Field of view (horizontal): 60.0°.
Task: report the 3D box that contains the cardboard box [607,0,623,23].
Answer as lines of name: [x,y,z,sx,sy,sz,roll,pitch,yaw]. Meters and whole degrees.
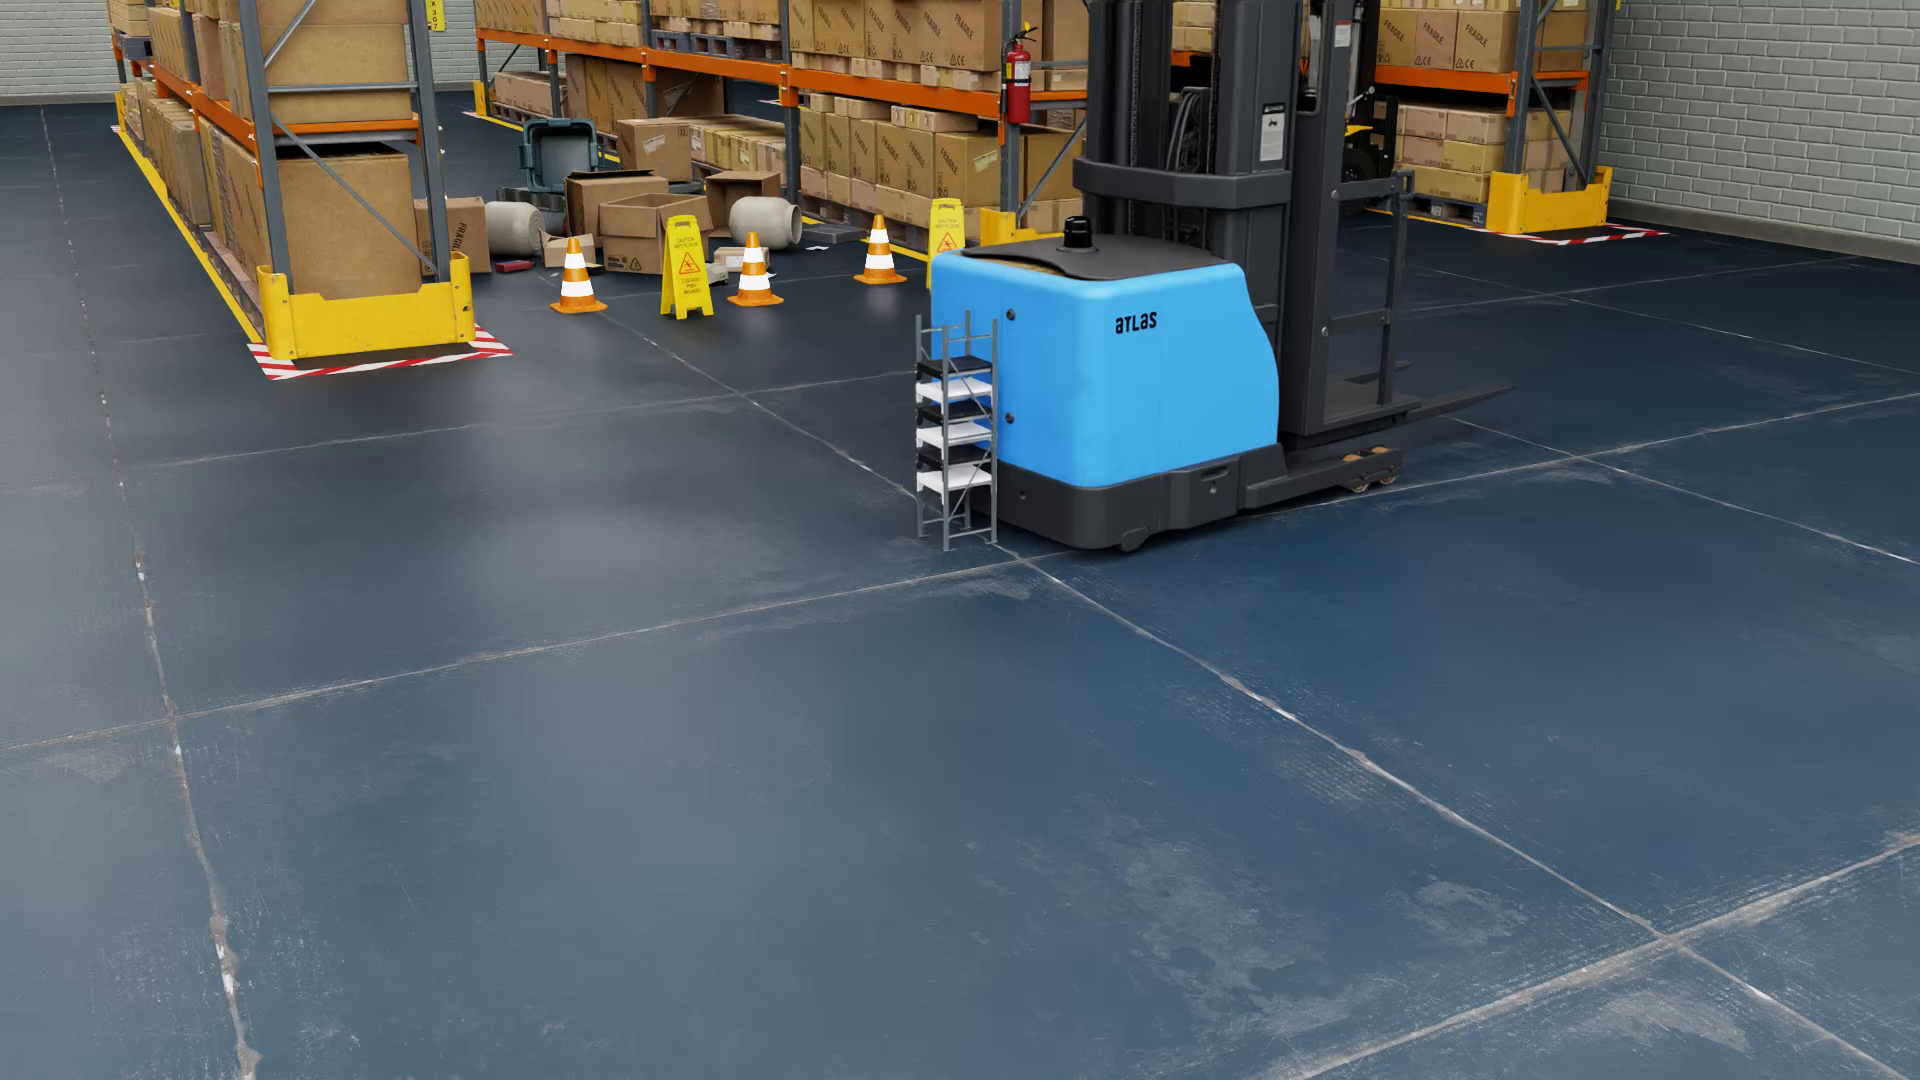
cardboard box: [-3.742,-6.105,19.189,0.500,0.250,0.500,-11,22,-28]

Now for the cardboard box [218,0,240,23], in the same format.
cardboard box: [-4.035,-3.439,10.113,0.875,0.550,0.550,-10,21,-27]

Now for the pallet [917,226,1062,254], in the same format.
pallet: [0.367,-2.339,13.087,1.003,0.211,1.213,-10,21,-27]

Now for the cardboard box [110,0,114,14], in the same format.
cardboard box: [-9.342,-6.008,18.729,0.380,0.149,0.250,-10,22,-28]

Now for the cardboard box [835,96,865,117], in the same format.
cardboard box: [-0.847,-3.701,14.187,0.380,0.149,0.250,-9,21,-25]

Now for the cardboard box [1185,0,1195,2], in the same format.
cardboard box: [2.659,-5.882,17.932,0.380,0.149,0.250,-10,21,-27]

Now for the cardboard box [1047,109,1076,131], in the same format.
cardboard box: [1.609,-5.358,20.558,0.875,0.625,0.625,-9,21,-25]

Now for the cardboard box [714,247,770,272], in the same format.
cardboard box: [-1.642,-2.112,12.525,0.380,0.149,0.250,1,19,2]

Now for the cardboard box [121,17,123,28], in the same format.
cardboard box: [-8.593,-5.417,17.473,0.380,0.149,0.250,-9,21,-25]

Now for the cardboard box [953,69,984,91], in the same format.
cardboard box: [0.174,-3.408,12.294,0.380,0.149,0.250,-10,22,-27]

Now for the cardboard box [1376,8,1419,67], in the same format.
cardboard box: [4.178,-4.612,15.246,0.500,0.500,0.500,-10,22,-28]

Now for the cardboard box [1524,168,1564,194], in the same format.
cardboard box: [5.063,-3.237,14.985,0.500,0.250,0.500,-10,21,-26]

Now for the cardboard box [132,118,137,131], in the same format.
cardboard box: [-10.227,-5.254,20.985,0.380,0.149,0.250,-10,21,-27]

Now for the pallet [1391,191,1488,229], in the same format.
pallet: [4.724,-3.062,15.181,1.003,0.211,1.213,-10,21,-27]

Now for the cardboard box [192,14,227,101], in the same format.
cardboard box: [-4.831,-3.389,11.623,0.875,0.550,0.550,-10,21,-27]

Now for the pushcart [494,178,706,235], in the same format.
pushcart: [-3.125,-2.938,14.568,0.936,0.377,1.648,16,25,39]

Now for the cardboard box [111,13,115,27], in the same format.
cardboard box: [-9.467,-5.941,18.993,0.380,0.149,0.250,-11,22,-29]

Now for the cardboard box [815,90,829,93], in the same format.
cardboard box: [-1.895,-7.335,26.479,0.700,0.500,0.500,-9,21,-24]

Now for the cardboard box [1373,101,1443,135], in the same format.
cardboard box: [4.135,-3.911,15.406,0.500,0.250,0.500,-10,21,-26]

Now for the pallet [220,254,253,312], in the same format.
pallet: [-4.575,-1.850,11.670,1.003,0.211,1.213,-10,21,-27]

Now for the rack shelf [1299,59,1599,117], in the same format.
rack shelf: [4.175,-4.401,15.890,1.077,0.370,4.000,-10,21,-27]

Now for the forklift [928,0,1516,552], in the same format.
forklift: [1.334,-1.710,7.094,3.031,2.935,1.130,-15,24,-36]

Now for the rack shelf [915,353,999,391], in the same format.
rack shelf: [-0.013,-0.648,6.404,0.258,0.077,0.200,-11,22,-29]

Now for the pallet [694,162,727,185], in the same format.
pallet: [-2.096,-3.801,17.323,1.003,0.211,1.213,-10,21,-27]

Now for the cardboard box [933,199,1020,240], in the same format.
cardboard box: [0.126,-2.493,12.829,0.500,0.250,0.500,-10,21,-27]

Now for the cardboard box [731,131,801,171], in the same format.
cardboard box: [-1.737,-3.858,16.597,0.950,0.372,0.625,-9,21,-23]

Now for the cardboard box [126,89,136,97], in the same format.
cardboard box: [-10.556,-5.749,21.507,0.380,0.149,0.250,-10,21,-26]

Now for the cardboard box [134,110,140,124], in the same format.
cardboard box: [-9.818,-5.154,20.241,0.380,0.149,0.250,-11,22,-29]

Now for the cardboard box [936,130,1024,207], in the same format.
cardboard box: [0.148,-2.840,12.684,0.500,0.500,0.500,-10,21,-26]

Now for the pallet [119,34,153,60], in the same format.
pallet: [-7.782,-4.995,16.803,1.213,0.211,1.003,-10,21,-27]

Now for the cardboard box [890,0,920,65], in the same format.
cardboard box: [-0.211,-3.987,12.977,0.500,0.500,0.500,-10,21,-27]

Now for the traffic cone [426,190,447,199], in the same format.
traffic cone: [-4.758,-3.169,15.106,0.336,0.463,0.334,-10,21,-27]

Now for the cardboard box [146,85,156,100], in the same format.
cardboard box: [-8.382,-4.716,17.740,0.500,0.250,0.500,-9,21,-25]

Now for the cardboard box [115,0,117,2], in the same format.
cardboard box: [-8.852,-5.852,17.820,0.380,0.149,0.250,-9,21,-25]

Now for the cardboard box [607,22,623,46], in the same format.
cardboard box: [-3.766,-5.872,19.279,0.500,0.250,0.500,-10,21,-26]

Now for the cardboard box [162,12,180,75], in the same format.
cardboard box: [-6.413,-4.195,14.038,0.500,0.500,0.500,-10,21,-26]

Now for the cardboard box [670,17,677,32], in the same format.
cardboard box: [-2.856,-5.479,17.653,0.380,0.149,0.250,-12,22,-30]

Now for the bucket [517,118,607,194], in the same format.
bucket: [-3.357,-3.239,14.107,0.726,0.611,0.620,-3,9,-8]

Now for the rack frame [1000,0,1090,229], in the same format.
rack frame: [0.758,-3.397,11.877,1.000,3.000,0.127,-10,21,-27]

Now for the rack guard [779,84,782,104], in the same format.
rack guard: [-2.437,-7.557,27.764,1.175,0.500,0.348,-10,21,-27]

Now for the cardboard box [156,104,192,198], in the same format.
cardboard box: [-6.721,-3.594,15.252,1.050,0.750,0.750,-10,21,-26]

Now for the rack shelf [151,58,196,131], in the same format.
rack shelf: [-6.400,-3.984,14.680,1.077,0.370,4.000,-10,21,-27]

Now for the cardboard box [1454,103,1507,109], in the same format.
cardboard box: [4.822,-3.848,15.224,0.500,0.250,0.500,-10,21,-27]

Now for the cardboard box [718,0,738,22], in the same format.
cardboard box: [-2.039,-5.320,16.197,0.500,0.500,0.500,-9,21,-25]

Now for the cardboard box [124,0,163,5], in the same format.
cardboard box: [-7.986,-5.328,16.304,0.380,0.149,0.250,-11,22,-29]

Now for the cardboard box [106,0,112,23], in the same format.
cardboard box: [-11.178,-7.211,22.320,0.500,0.500,0.500,-9,21,-24]

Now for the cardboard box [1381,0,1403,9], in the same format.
cardboard box: [4.082,-4.941,15.205,0.380,0.149,0.250,-10,21,-26]

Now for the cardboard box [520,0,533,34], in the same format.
cardboard box: [-5.635,-7.129,22.541,0.500,0.500,0.500,-11,22,-28]

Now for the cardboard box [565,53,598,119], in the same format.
cardboard box: [-4.576,-5.870,21.659,0.875,0.875,0.875,-9,21,-25]

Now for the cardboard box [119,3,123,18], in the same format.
cardboard box: [-8.475,-5.485,17.213,0.380,0.149,0.250,-10,21,-27]

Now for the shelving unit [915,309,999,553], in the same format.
shelving unit: [-0.013,-0.424,6.481,0.258,0.900,0.210,-11,22,-29]

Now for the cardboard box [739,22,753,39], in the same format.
cardboard box: [-1.893,-4.877,15.907,0.380,0.149,0.250,-10,22,-28]

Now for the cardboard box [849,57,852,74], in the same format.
cardboard box: [-0.715,-4.002,14.017,0.380,0.149,0.250,-10,21,-27]
